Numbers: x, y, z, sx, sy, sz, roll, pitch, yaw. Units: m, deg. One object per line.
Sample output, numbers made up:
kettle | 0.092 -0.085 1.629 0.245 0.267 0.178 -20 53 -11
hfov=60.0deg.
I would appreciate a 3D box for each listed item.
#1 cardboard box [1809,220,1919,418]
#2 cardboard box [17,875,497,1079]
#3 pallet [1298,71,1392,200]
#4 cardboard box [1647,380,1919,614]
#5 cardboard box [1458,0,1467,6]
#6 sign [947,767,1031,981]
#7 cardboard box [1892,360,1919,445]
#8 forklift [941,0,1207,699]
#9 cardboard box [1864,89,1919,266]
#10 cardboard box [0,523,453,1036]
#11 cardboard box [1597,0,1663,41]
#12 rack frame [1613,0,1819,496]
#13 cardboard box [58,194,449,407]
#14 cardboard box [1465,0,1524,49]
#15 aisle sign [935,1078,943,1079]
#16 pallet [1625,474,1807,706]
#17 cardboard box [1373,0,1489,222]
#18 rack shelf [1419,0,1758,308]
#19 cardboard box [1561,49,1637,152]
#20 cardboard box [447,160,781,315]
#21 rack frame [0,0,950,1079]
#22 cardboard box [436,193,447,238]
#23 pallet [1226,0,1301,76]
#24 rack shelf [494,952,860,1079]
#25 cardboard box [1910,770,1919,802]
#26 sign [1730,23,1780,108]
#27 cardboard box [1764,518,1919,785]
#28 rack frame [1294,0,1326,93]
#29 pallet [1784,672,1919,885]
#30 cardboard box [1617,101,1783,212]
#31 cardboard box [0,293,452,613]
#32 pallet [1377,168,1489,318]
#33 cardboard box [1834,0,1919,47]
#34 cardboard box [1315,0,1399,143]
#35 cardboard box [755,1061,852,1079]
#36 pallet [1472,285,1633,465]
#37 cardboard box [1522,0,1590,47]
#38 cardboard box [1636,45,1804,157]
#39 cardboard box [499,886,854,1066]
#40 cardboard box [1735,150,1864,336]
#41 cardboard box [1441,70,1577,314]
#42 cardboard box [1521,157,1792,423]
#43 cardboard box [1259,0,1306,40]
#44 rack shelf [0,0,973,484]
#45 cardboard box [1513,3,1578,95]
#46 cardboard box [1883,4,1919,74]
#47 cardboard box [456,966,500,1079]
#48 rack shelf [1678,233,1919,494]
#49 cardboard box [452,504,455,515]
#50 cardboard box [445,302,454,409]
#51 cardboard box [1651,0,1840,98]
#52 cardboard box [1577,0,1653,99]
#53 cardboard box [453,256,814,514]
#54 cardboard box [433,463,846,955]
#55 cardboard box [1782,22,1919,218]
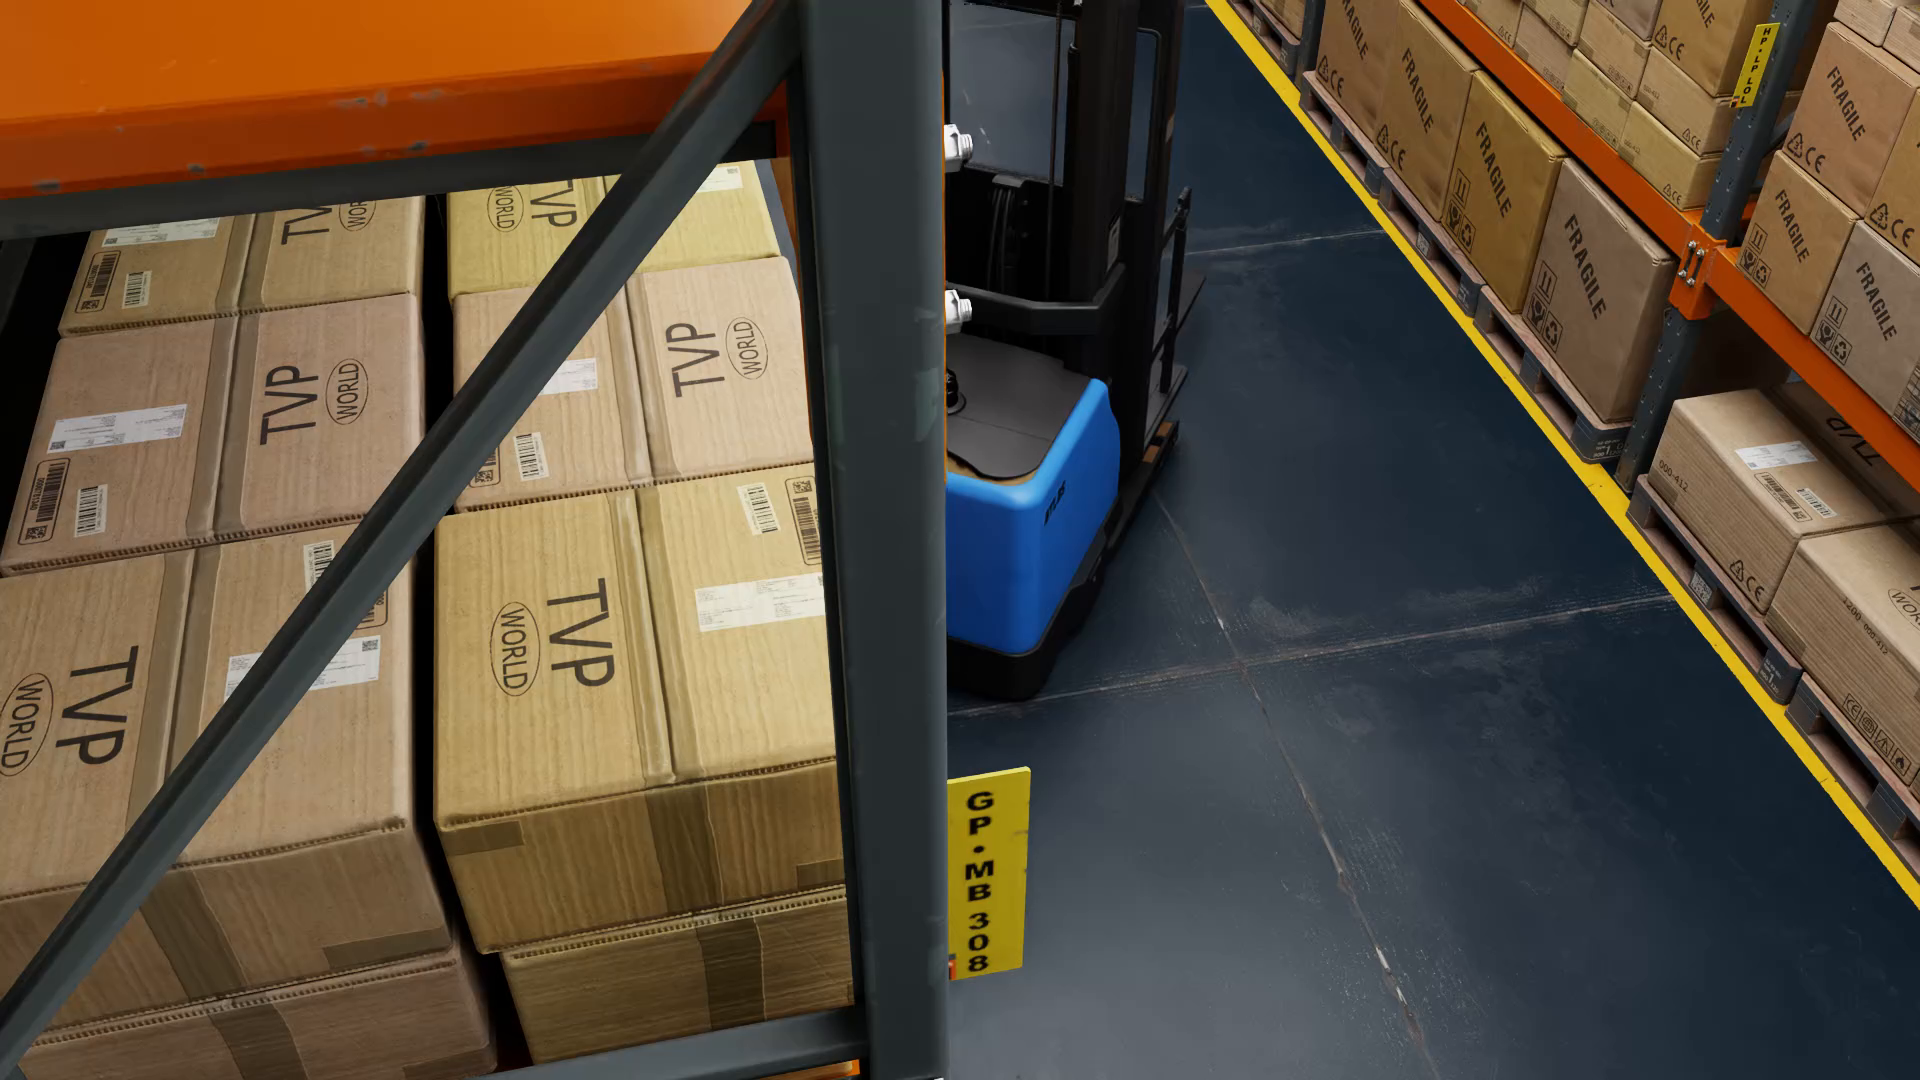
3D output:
cardboard box | 3.421 -0.803 5.820 0.500 0.500 0.500 -8 42 -9
cardboard box | -0.873 0.446 2.117 0.500 0.250 0.500 -9 42 -10
pallet | 2.704 -2.462 9.865 1.003 0.211 1.213 -8 42 -9
cardboard box | 3.501 -0.211 6.841 0.875 0.438 0.875 -9 42 -10
cardboard box | 2.703 -2.946 8.423 0.500 0.250 0.500 -7 42 -8
sign | 0.018 0.346 1.683 0.100 0.325 0.005 -8 42 -9
cardboard box | 3.522 -0.480 5.456 0.500 0.500 0.500 -8 42 -9
forklift | 0.363 -1.464 6.691 1.130 2.935 3.031 15 44 17
cardboard box | 3.440 -1.174 5.484 0.500 0.500 0.500 -9 42 -10
cardboard box | -0.880 0.260 1.950 0.500 0.250 0.500 -9 42 -10
cardboard box | 3.010 -2.433 6.903 0.500 0.500 0.500 -8 42 -8
rack frame | 3.471 -1.434 6.606 1.000 3.000 0.127 -8 42 -9
cardboard box | -1.113 -0.410 2.705 0.500 0.250 0.500 -8 42 -9
cardboard box | 2.813 -2.627 8.063 0.500 0.250 0.500 -8 42 -9
aisle sign | -0.210 0.902 2.016 0.394 0.787 0.004 -8 42 -9
pallet | 3.558 0.113 6.964 1.003 0.211 1.213 -8 42 -9
cardboard box | 2.864 -2.351 8.923 0.875 0.875 0.875 -8 42 -9
rack shelf | 3.039 -2.462 8.305 1.077 0.370 4.000 -8 42 -9
cardboard box | 3.019 -1.963 7.315 0.500 0.250 0.500 -9 42 -10
cardboard box | -0.575 -0.471 2.774 0.500 0.250 0.500 -9 42 -10
rack frame | -0.512 -0.371 0.890 1.000 3.000 0.127 -8 42 -9
cardboard box | -1.195 -0.738 3.074 0.500 0.250 0.500 -8 42 -9
pallet | 2.440 -3.491 11.024 1.003 0.211 1.213 -8 42 -9
rack shelf | -0.943 -0.277 3.585 1.077 0.370 4.000 -8 42 -9
cardboard box | 3.888 0.954 5.529 0.875 0.438 0.875 -7 42 -8
sign | 2.943 -1.753 6.153 0.100 0.325 0.005 -8 42 -9
cardboard box | 3.695 0.370 6.188 0.875 0.438 0.875 -10 42 -11
rack frame | 2.607 -4.027 9.527 1.000 3.000 0.127 -8 42 -9
pallet | 3.825 0.905 6.071 1.003 0.211 1.213 -8 42 -9
cardboard box | 3.128 -1.633 6.943 0.500 0.250 0.500 -9 42 -10
cardboard box | -0.992 -0.077 2.330 0.500 0.250 0.500 -10 42 -11
pallet | 2.964 -1.673 8.976 1.003 0.211 1.213 -8 42 -9
cardboard box | 3.285 -1.846 5.753 0.380 0.149 0.250 -9 42 -10
cardboard box | 2.675 -2.930 9.575 0.875 0.875 0.875 -9 42 -10
cardboard box | -0.353 0.605 2.239 0.380 0.149 0.250 -8 42 -8
pallet | 3.231 -0.881 8.083 1.003 0.211 1.213 -8 42 -9
cardboard box | 2.905 -2.474 7.514 0.500 0.250 0.500 -7 42 -8
cardboard box | 3.138 -1.816 6.773 0.500 0.250 0.500 -8 42 -9
cardboard box | -0.341 0.369 2.205 0.500 0.250 0.500 -9 42 -10
cardboard box | 3.316 -1.130 6.188 0.500 0.500 0.500 -7 42 -8
cardboard box | 3.056 -1.771 8.270 0.875 0.875 0.875 -7 42 -8
cardboard box | 3.259 -1.187 7.612 0.875 0.875 0.875 -7 42 -8
cardboard box | 2.495 -3.569 10.674 0.950 0.372 0.625 -11 43 -12
rack shelf | -0.943 -1.397 2.590 1.077 0.370 4.000 -8 42 -9
cardboard box | 2.929 -2.293 7.686 0.500 0.250 0.500 -9 42 -10
cardboard box | 3.356 -1.682 5.569 0.380 0.149 0.250 -8 42 -9
cardboard box | -0.807 0.670 2.165 0.380 0.149 0.250 -7 42 -8
rack shelf | 3.902 0.131 5.384 1.077 0.370 4.000 -8 42 -9
cardboard box | -0.996 0.116 2.489 0.500 0.250 0.500 -8 42 -9
cardboard box | -1.099 -0.211 2.857 0.500 0.250 0.500 -9 42 -10
cardboard box | 3.129 -2.099 6.527 0.500 0.500 0.500 -7 42 -8
cardboard box | 3.023 -2.139 7.136 0.500 0.250 0.500 -7 42 -8
cardboard box | -0.454 -0.148 2.409 0.500 0.250 0.500 -9 42 -10
cardboard box | -0.362 0.185 2.035 0.500 0.250 0.500 -9 42 -10
cardboard box | 3.337 -1.502 5.854 0.500 0.500 0.500 -8 42 -9
